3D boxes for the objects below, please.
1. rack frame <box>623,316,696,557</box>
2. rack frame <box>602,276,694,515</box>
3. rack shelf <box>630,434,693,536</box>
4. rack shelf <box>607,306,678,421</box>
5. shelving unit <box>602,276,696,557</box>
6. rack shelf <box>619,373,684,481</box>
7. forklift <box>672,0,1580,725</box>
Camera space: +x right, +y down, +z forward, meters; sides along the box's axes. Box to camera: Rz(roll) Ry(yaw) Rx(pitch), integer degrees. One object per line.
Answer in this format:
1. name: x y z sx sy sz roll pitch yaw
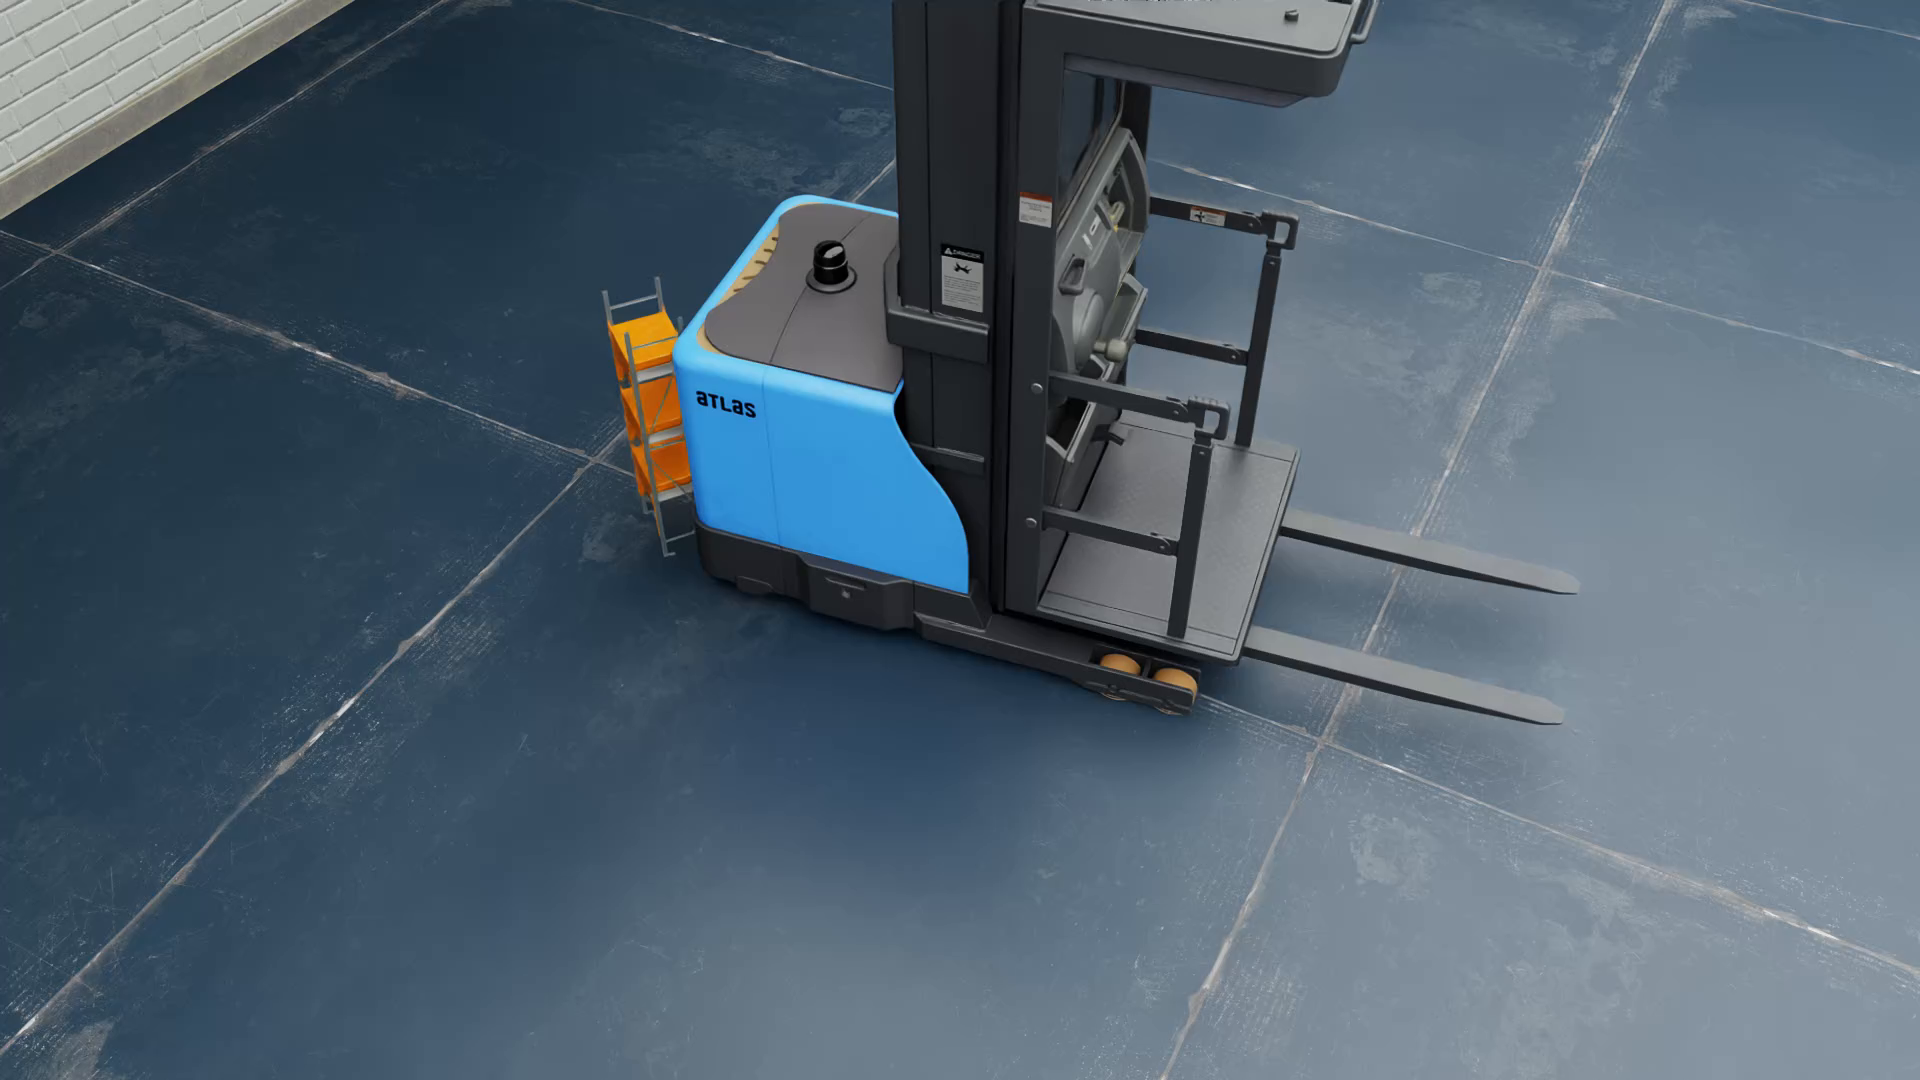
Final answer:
1. rack frame: -1.011 -0.339 5.846 0.200 1.050 0.008 -18 48 -17
2. rack frame: -1.115 -0.496 6.001 0.200 1.050 0.008 -18 48 -17
3. rack shelf: -1.064 -0.214 6.129 0.215 0.259 0.240 -18 48 -17
4. rack shelf: -1.063 -0.609 5.730 0.215 0.259 0.240 -18 48 -17
5. shelving unit: -1.063 -0.417 5.924 0.215 1.050 0.252 -18 48 -17
6. rack shelf: -1.063 -0.410 5.931 0.215 0.259 0.240 -18 48 -17
7. forklift: 0.623 -0.864 5.043 3.031 2.935 1.130 14 47 14
